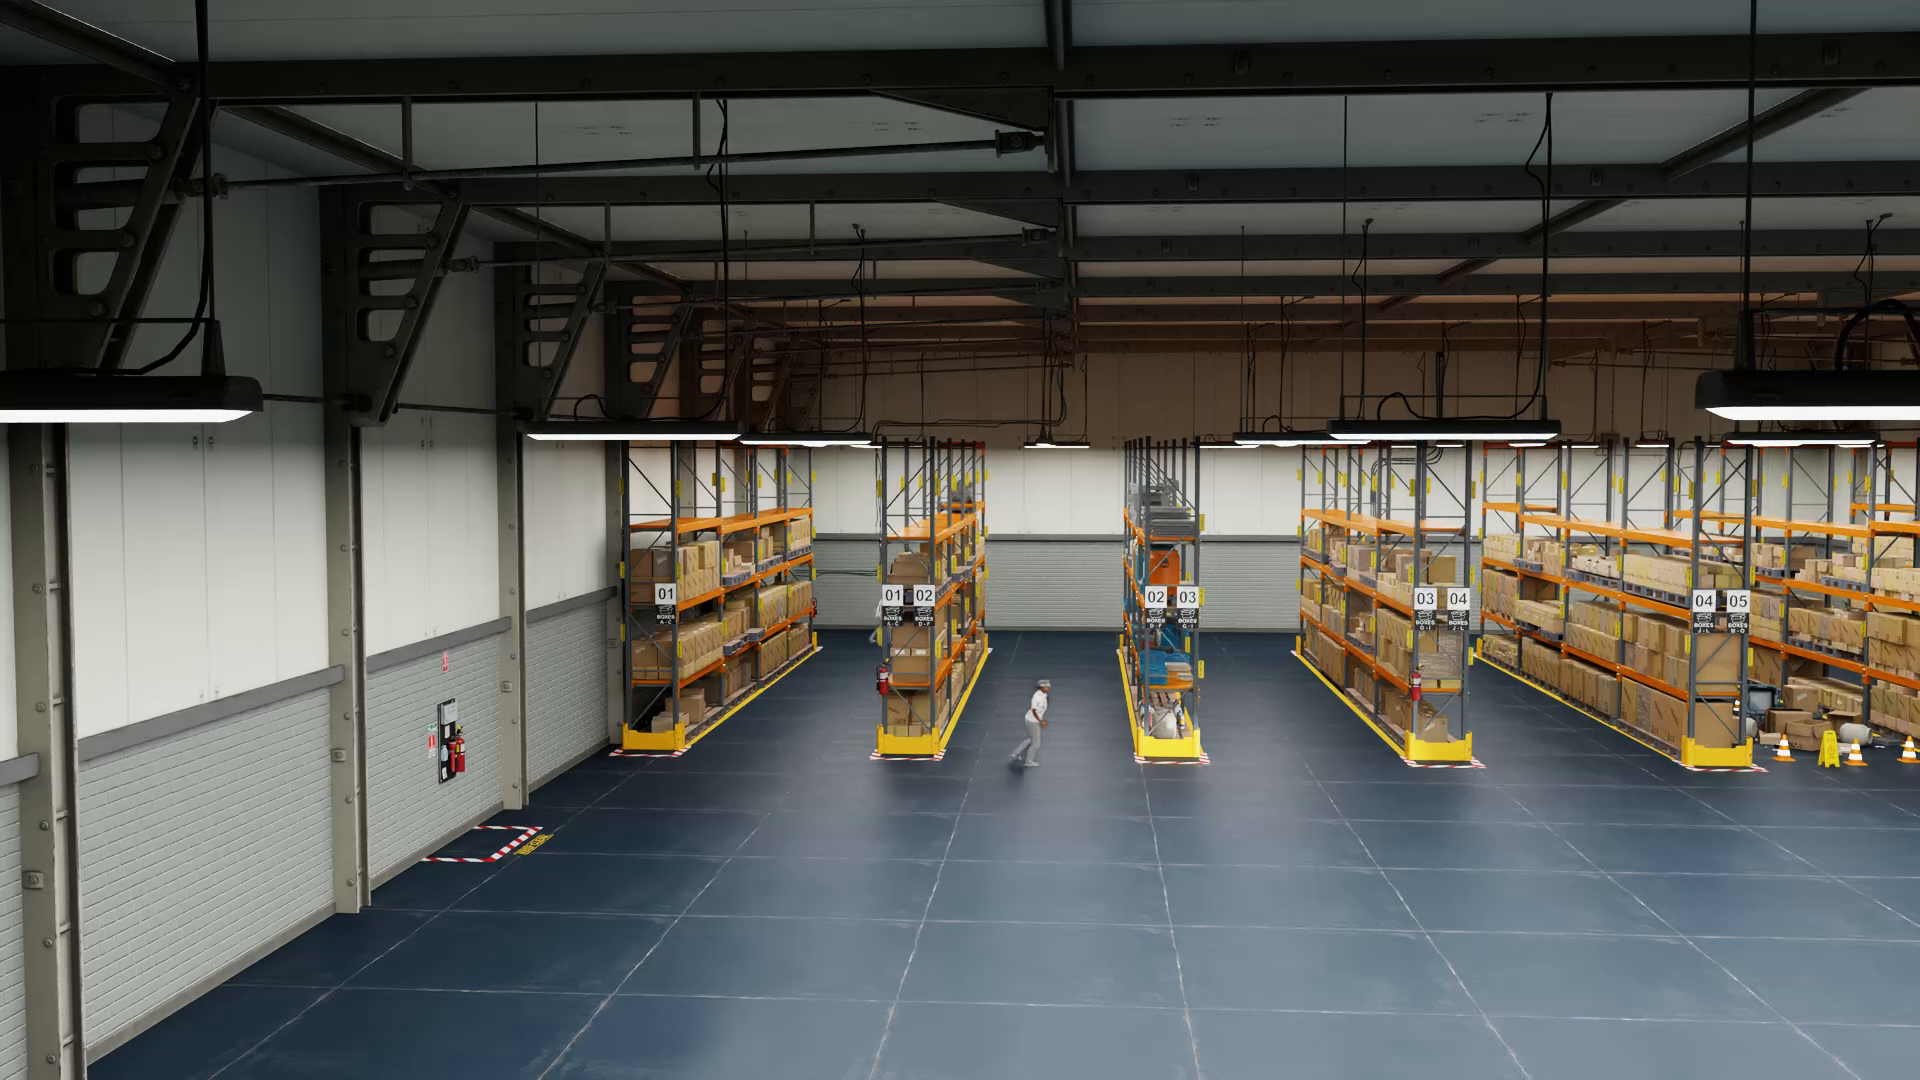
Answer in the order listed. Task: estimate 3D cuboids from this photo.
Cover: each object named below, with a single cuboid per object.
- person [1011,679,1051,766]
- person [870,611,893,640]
[{"bbox_3d":[1.300,3.303,30.212,0.734,1.601,0.579,1,3,10],"label":"person"},{"bbox_3d":[-2.244,2.271,49.248,0.918,1.371,0.405,2,3,28],"label":"person"}]
